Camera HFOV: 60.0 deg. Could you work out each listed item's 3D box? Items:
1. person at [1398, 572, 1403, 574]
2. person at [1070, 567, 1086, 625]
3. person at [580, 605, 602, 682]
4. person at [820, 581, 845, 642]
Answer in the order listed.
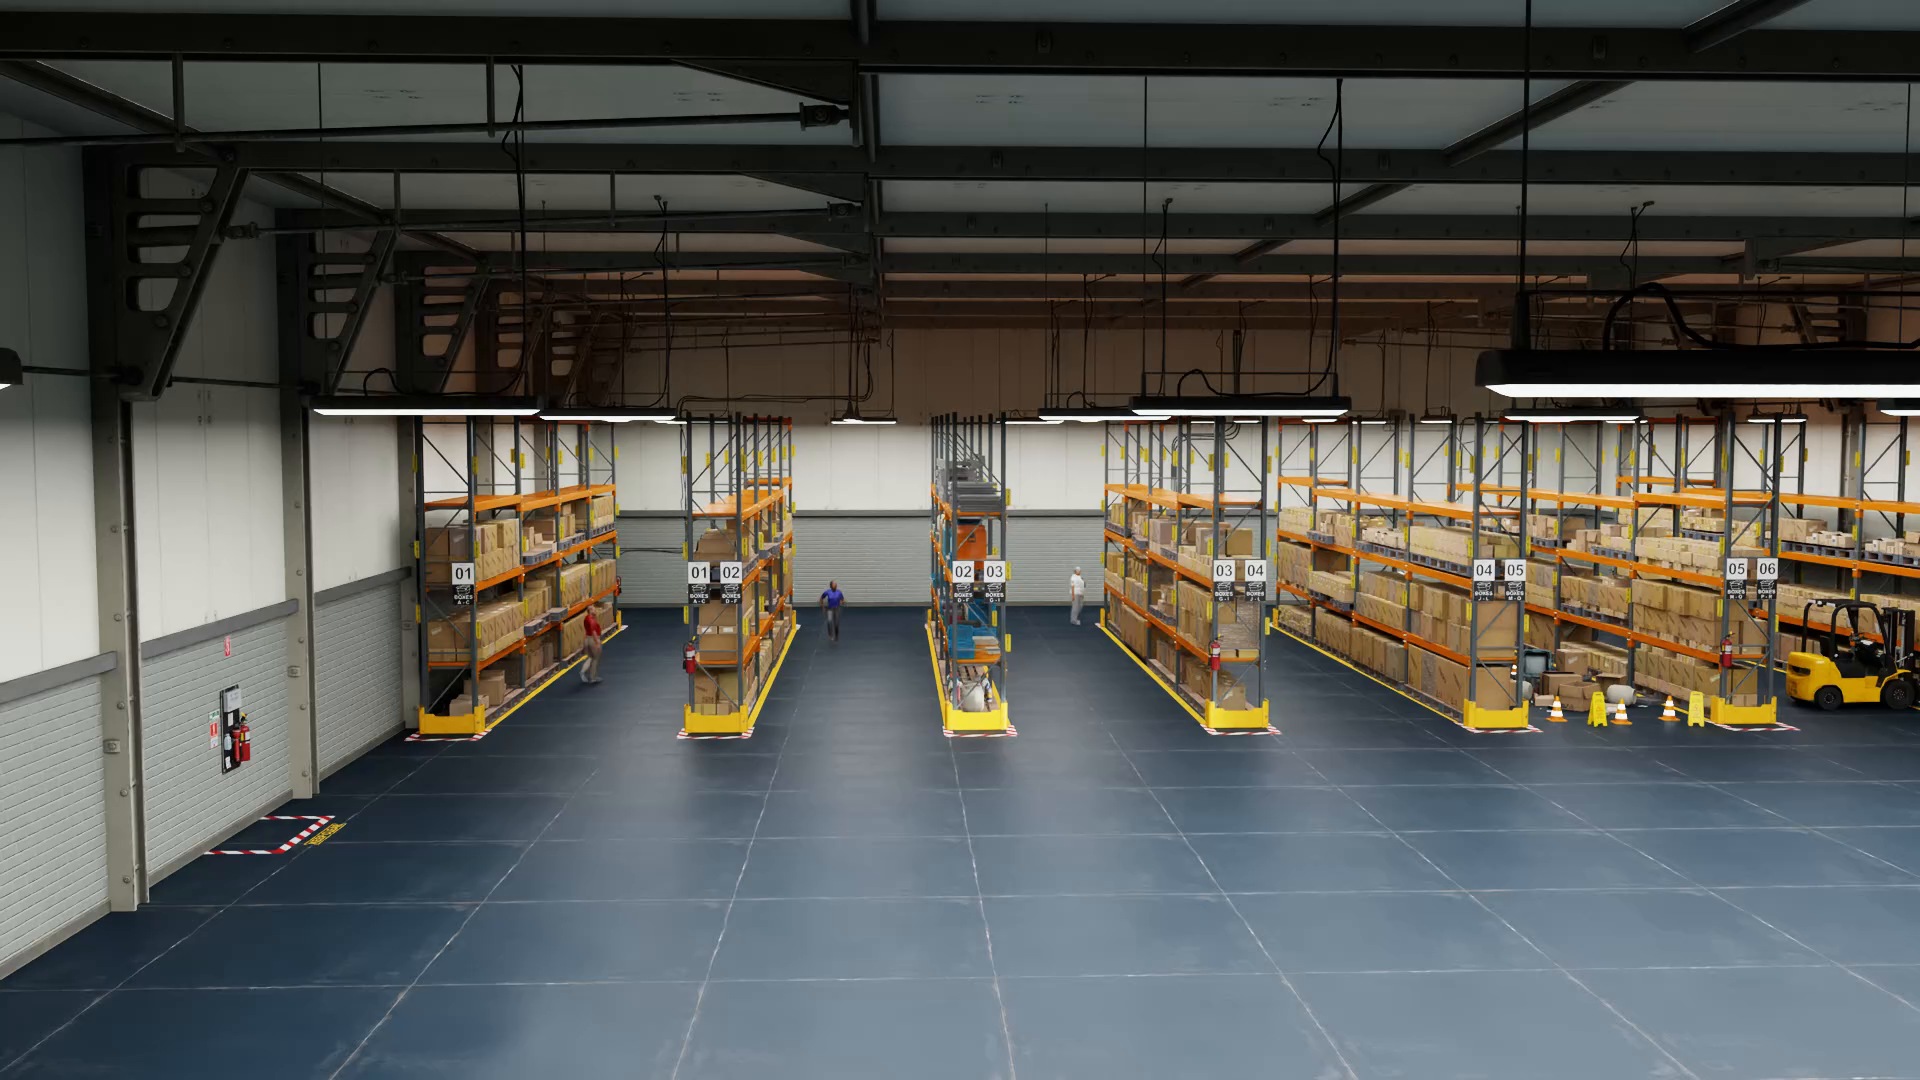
[{"bbox_3d":[11.948,1.758,45.384,0.441,1.776,0.561,1,4,13],"label":"person"},{"bbox_3d":[3.413,1.606,48.359,0.395,1.676,0.541,2,4,28],"label":"person"},{"bbox_3d":[-8.241,2.322,37.182,0.541,1.729,0.501,3,5,37],"label":"person"},{"bbox_3d":[-3.282,1.855,42.691,0.631,1.606,1.008,0,4,-1],"label":"person"}]
